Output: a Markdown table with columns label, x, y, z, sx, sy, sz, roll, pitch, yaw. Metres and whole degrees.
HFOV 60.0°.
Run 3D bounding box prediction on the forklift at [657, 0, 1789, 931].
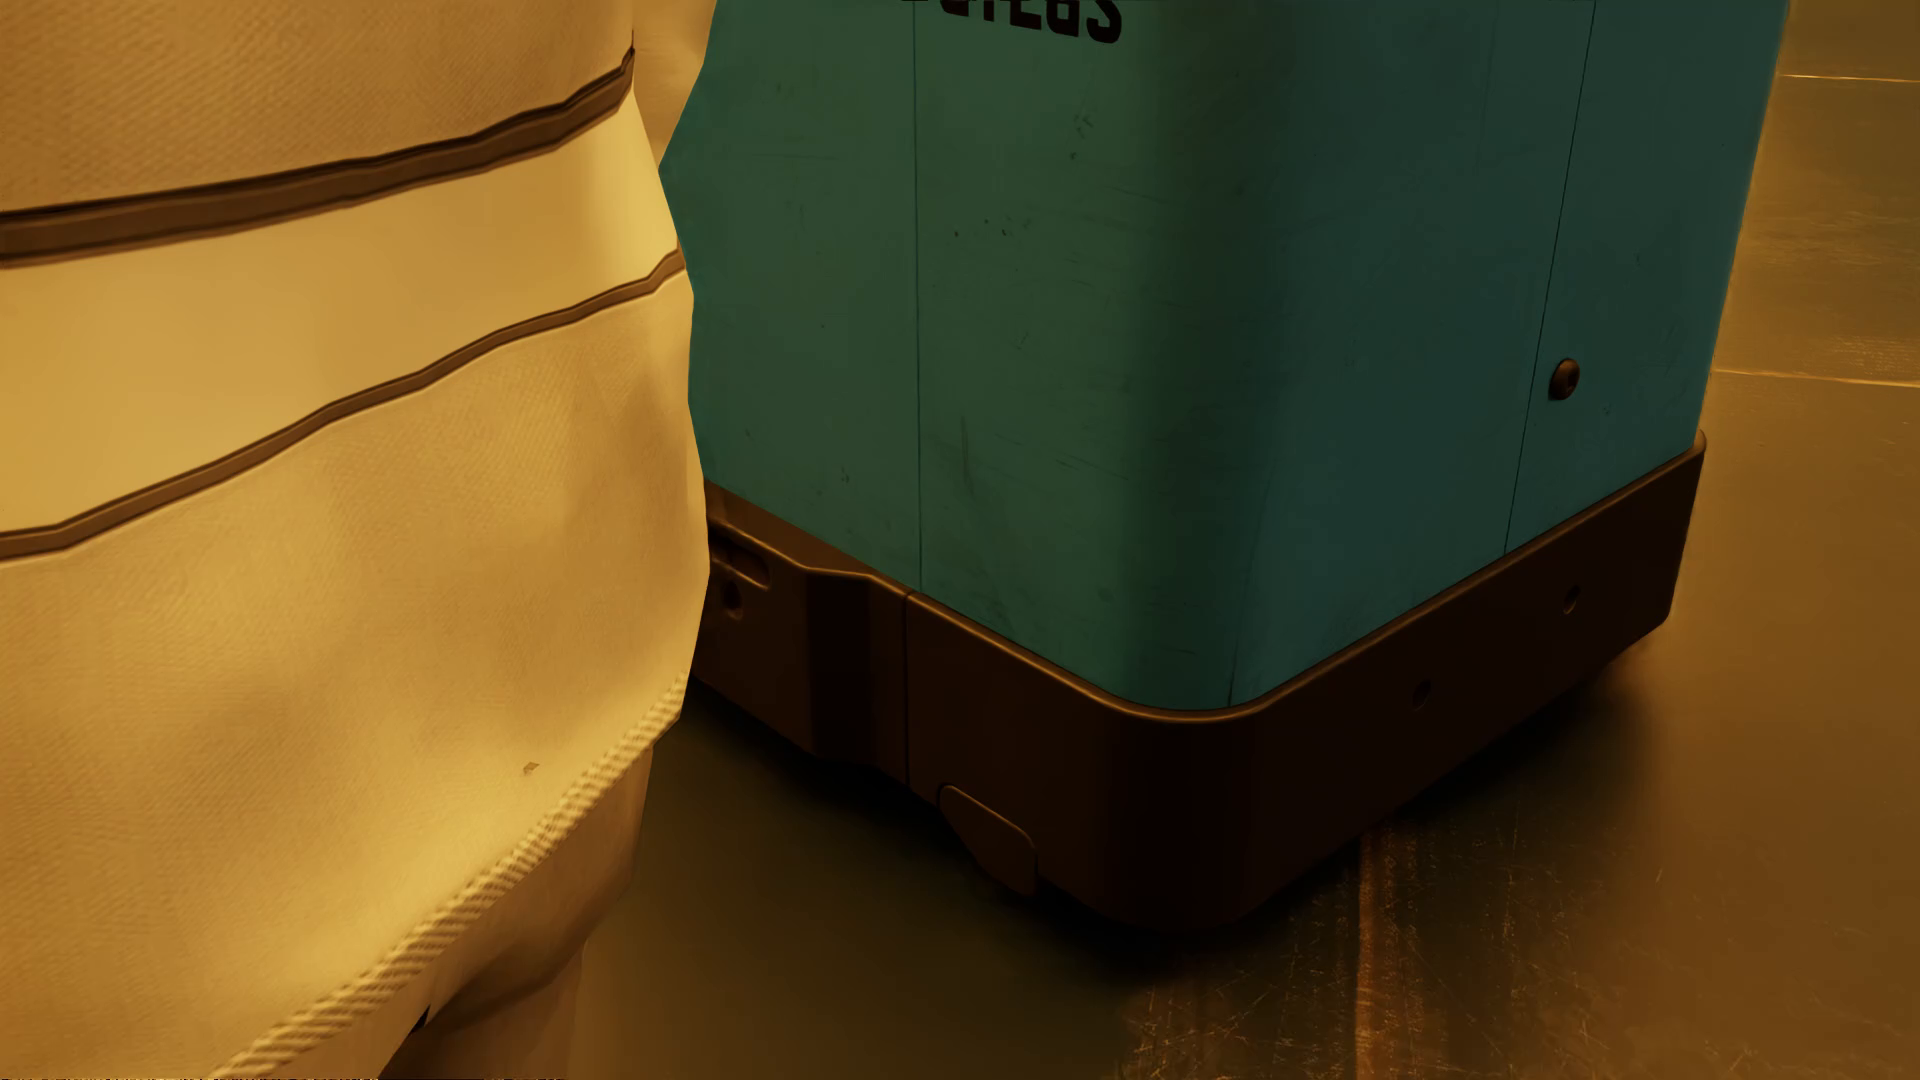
| label | x | y | z | sx | sy | sz | roll | pitch | yaw |
| --- | --- | --- | --- | --- | --- | --- | --- | --- | --- |
| forklift | -0.438 | -1.510 | 2.239 | 1.130 | 2.935 | 3.031 | -23 | 34 | -37 |
